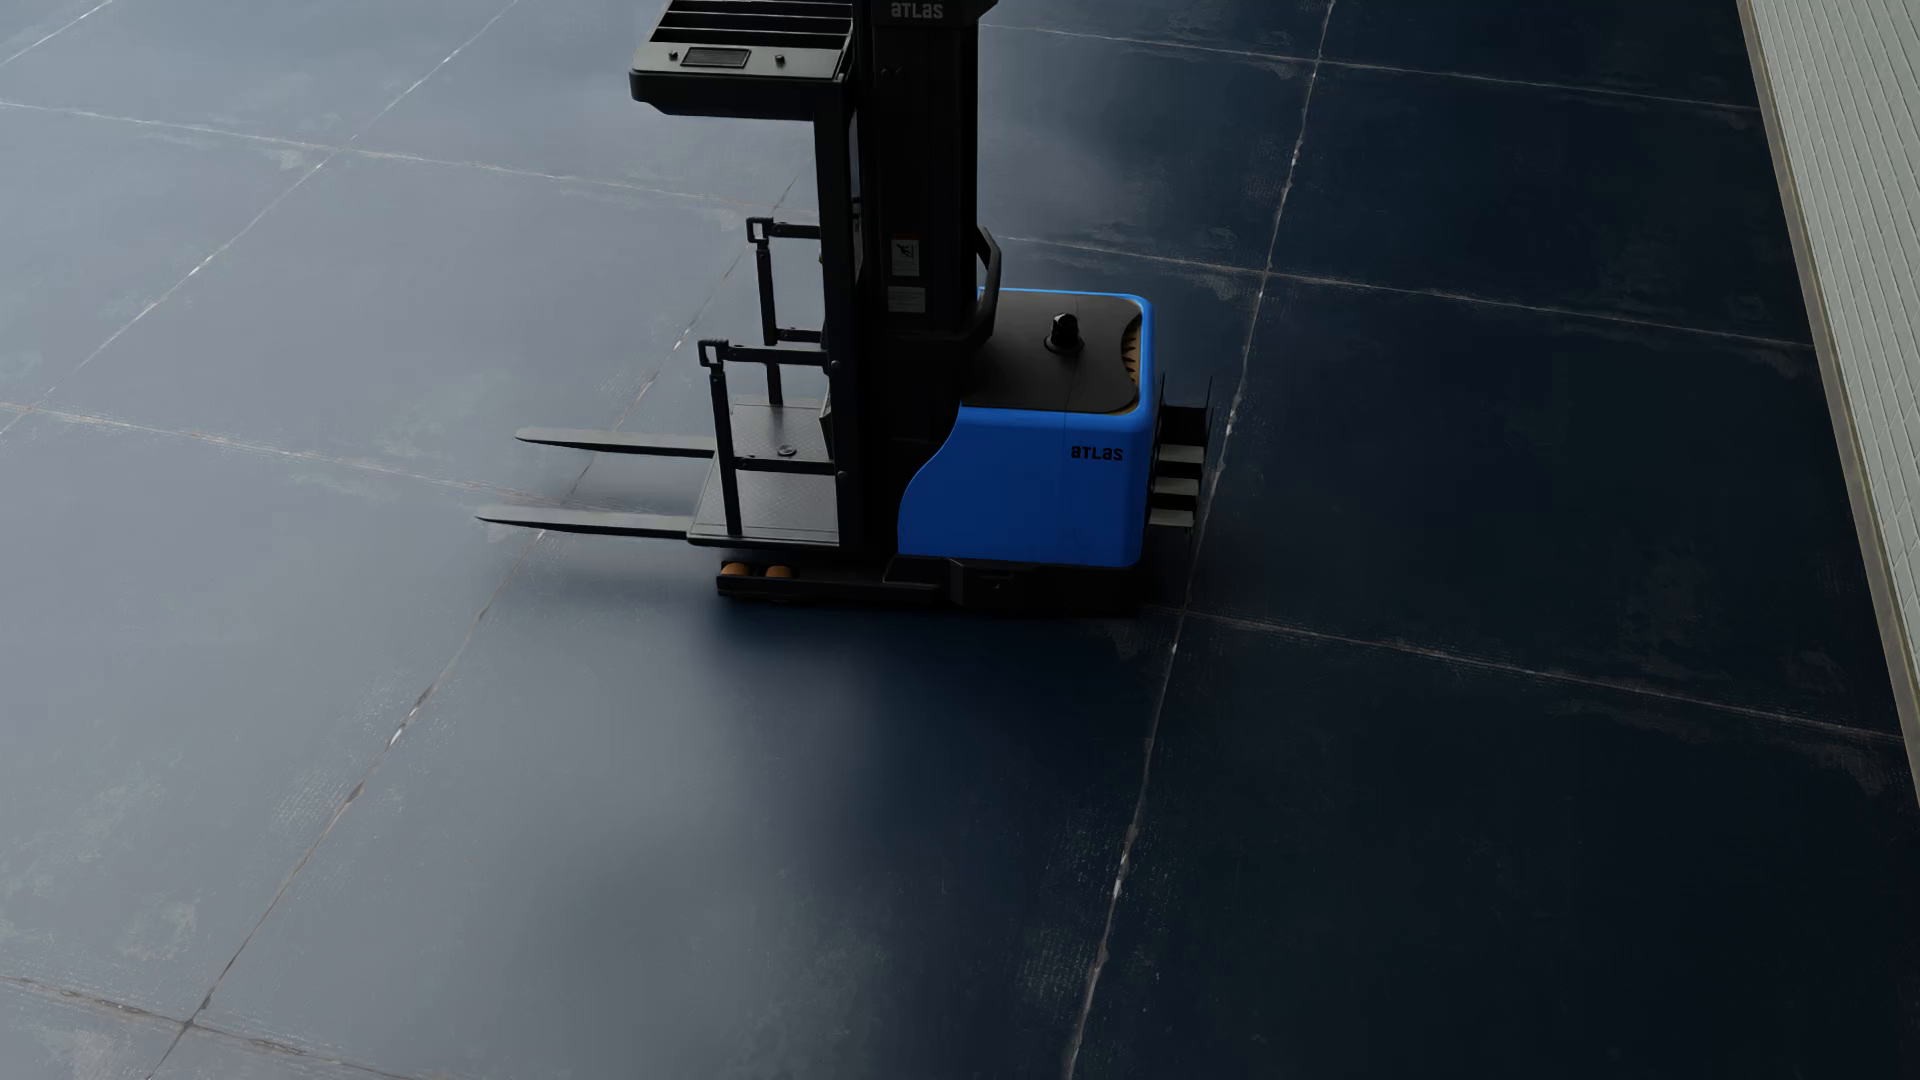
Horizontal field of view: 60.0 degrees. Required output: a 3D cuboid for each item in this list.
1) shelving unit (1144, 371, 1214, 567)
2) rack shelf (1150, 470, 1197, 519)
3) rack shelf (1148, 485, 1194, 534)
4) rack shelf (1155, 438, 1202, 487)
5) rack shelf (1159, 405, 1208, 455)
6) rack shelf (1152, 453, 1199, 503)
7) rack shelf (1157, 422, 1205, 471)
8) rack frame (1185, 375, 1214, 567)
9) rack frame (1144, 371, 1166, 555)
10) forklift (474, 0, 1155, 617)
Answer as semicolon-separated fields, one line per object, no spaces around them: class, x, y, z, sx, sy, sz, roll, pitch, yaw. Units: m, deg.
shelving unit;0.966;-0.306;7.433;0.210;0.900;0.258;5;40;2
rack shelf;0.962;-0.211;7.513;0.200;0.077;0.258;5;40;2
rack shelf;0.958;-0.143;7.571;0.200;0.077;0.258;5;40;2
rack shelf;0.968;-0.349;7.396;0.200;0.077;0.258;5;40;2
rack shelf;0.975;-0.486;7.280;0.200;0.077;0.258;5;40;2
rack shelf;0.965;-0.280;7.455;0.200;0.077;0.258;5;40;2
rack shelf;0.972;-0.418;7.338;0.200;0.077;0.258;5;40;2
rack frame;1.067;-0.298;7.429;0.006;0.900;0.240;5;40;2
rack frame;0.865;-0.314;7.437;0.006;0.900;0.240;5;40;2
forklift;-0.670;-1.179;6.899;3.031;2.935;1.130;4;40;4
